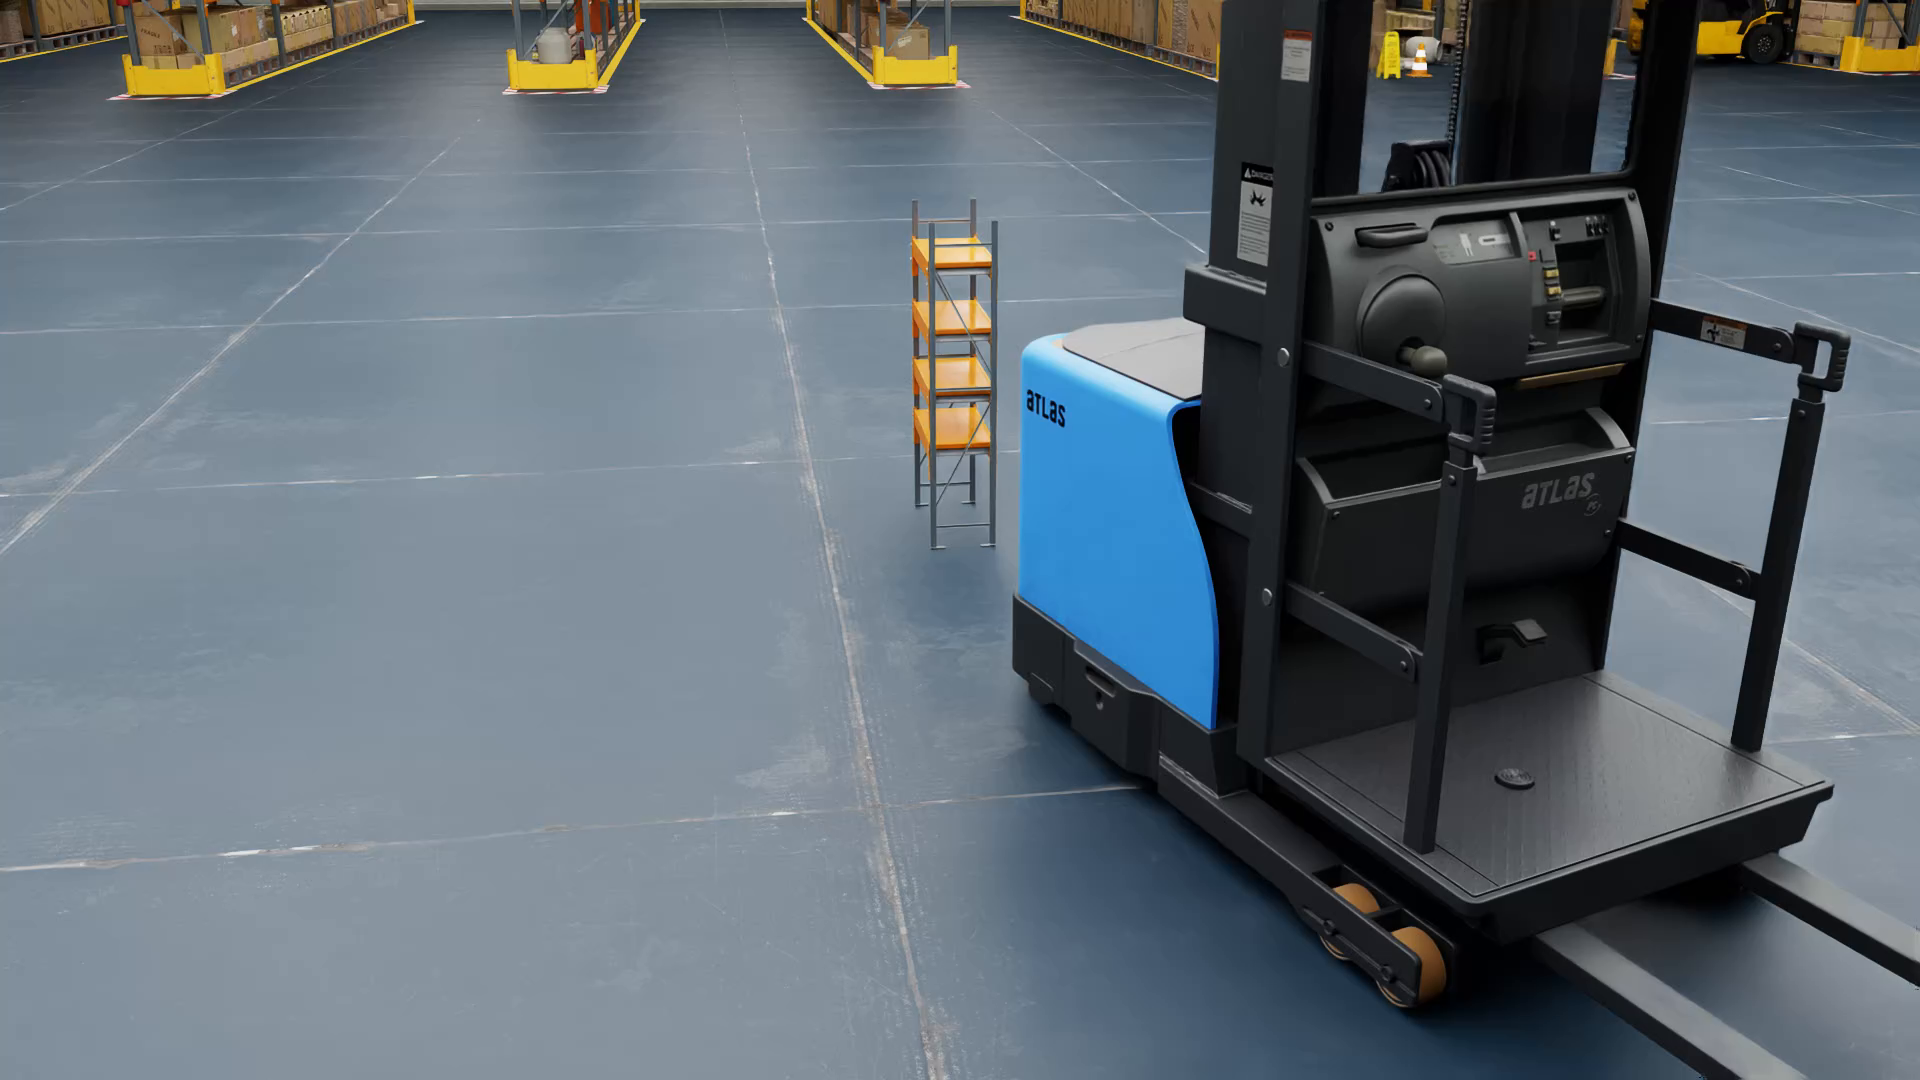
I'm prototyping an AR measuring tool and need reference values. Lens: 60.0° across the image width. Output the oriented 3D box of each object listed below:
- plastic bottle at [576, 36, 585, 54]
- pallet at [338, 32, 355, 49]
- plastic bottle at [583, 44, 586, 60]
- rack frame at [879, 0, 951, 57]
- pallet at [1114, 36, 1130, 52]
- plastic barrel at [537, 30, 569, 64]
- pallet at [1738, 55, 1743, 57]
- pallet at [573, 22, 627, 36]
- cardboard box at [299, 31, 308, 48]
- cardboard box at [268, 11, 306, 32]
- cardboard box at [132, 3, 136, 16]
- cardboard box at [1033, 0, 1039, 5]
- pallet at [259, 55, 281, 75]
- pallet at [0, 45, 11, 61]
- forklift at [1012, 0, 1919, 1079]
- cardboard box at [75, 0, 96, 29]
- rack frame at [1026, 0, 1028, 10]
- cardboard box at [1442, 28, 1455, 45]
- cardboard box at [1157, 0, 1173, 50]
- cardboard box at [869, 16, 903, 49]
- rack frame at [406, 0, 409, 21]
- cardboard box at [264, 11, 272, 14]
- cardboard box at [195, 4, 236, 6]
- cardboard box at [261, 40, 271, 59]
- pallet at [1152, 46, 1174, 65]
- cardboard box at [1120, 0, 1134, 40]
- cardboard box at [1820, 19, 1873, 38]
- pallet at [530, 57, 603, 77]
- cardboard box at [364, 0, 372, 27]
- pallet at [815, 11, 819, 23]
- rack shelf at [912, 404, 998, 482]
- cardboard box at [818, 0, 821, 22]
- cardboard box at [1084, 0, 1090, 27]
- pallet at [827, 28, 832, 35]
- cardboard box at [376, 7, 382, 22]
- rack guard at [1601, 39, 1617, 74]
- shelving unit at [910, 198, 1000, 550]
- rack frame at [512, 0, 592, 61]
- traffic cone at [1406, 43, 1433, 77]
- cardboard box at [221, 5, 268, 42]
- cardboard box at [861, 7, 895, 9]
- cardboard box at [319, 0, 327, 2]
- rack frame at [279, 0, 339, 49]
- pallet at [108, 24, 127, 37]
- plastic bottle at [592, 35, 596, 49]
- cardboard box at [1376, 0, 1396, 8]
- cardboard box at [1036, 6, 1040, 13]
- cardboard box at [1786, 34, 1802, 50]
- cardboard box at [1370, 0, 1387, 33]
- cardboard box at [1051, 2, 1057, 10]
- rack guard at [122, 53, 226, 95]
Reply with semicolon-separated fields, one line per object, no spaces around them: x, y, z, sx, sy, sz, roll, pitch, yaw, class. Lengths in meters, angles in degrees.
-5.840;-7.639;25.646;0.152;0.276;0.135;-3;21;-8;plastic bottle
-11.652;-9.090;30.253;1.003;0.211;1.213;-3;21;-8;pallet
-5.479;-7.186;24.441;0.097;0.271;0.097;0;20;0;plastic bottle
-0.625;-7.865;22.986;1.000;3.000;0.127;-3;21;-8;rack frame
3.356;-8.845;29.597;1.003;0.211;1.213;-3;21;-8;pallet
-5.697;-6.870;23.279;0.421;0.512;0.421;0;20;0;plastic barrel
13.589;-8.417;28.451;1.003;0.211;1.213;-3;21;-8;pallet
-7.186;-10.194;33.209;1.003;0.211;1.213;-3;21;-8;pallet
-10.968;-8.168;27.129;0.500;0.250;0.500;-4;21;-9;cardboard box
-10.961;-8.431;27.031;0.500;0.311;0.500;-4;21;-10;cardboard box
-17.135;-10.734;33.641;0.700;0.500;0.500;-3;21;-8;cardboard box
1.849;-12.154;37.519;0.380;0.149;0.250;-2;21;-6;cardboard box
-10.932;-7.168;25.105;1.003;0.211;1.213;-3;21;-8;pallet
-16.199;-7.887;27.031;1.003;0.211;1.213;-3;21;-8;pallet
1.275;-0.555;3.512;1.130;2.935;3.031;-10;23;-25;forklift
-16.706;-9.934;30.998;0.750;0.750;0.750;-2;21;-6;cardboard box
1.991;-13.620;38.395;1.000;3.000;0.127;-3;21;-8;rack frame
8.423;-8.440;27.857;0.500;0.250;0.500;-4;21;-10;cardboard box
3.743;-8.445;26.976;0.875;0.875;0.875;-3;21;-7;cardboard box
-1.184;-8.135;26.682;0.500;0.500;0.500;-4;21;-9;cardboard box
-12.735;-12.906;36.484;1.000;3.000;0.127;-3;21;-8;rack frame
-11.567;-8.575;27.417;0.500;0.311;0.500;-3;21;-8;cardboard box
-11.248;-7.835;25.164;0.500;0.500;0.500;-3;21;-8;cardboard box
-10.660;-7.337;24.903;0.500;0.250;0.500;-3;21;-8;cardboard box
3.753;-7.891;27.043;1.003;0.211;1.213;-3;21;-8;pallet
3.407;-9.152;29.049;1.050;0.750;0.750;-3;21;-8;cardboard box
13.713;-7.912;25.728;0.500;0.250;0.500;-3;21;-8;cardboard box
-5.868;-7.036;24.752;1.003;0.211;1.213;-3;21;-8;pallet
-11.741;-10.228;32.258;0.500;0.500;0.500;-3;21;-8;cardboard box
-2.739;-11.825;37.576;1.003;0.211;1.213;-3;21;-8;pallet
-0.024;-0.370;6.253;0.258;0.148;0.480;-3;21;-8;rack shelf
-2.243;-11.000;33.818;1.225;0.875;0.875;-3;21;-8;cardboard box
2.720;-10.270;32.399;0.500;0.500;0.500;-2;21;-6;cardboard box
-2.169;-10.450;33.893;1.003;0.211;1.213;-3;21;-8;pallet
-12.005;-10.624;33.588;0.500;0.311;0.500;-3;21;-8;cardboard box
9.171;-7.220;24.832;1.175;0.500;0.348;-3;21;-8;rack guard
-0.024;-0.619;6.160;0.258;1.200;0.503;-3;21;-8;shelving unit
-5.526;-7.615;22.318;1.000;3.000;0.127;-3;21;-8;rack frame
6.794;-7.086;24.528;0.336;0.463;0.334;-3;21;-8;traffic cone
-10.661;-7.688;24.771;0.500;0.500;0.500;-3;21;-8;cardboard box
-1.481;-9.051;29.107;0.700;0.500;0.500;-1;21;-3;cardboard box
-12.113;-10.208;31.132;0.500;0.250;0.500;-3;21;-9;cardboard box
-11.582;-10.136;29.068;1.000;3.000;0.127;-3;21;-8;rack frame
-17.092;-10.231;33.307;1.003;0.211;1.213;-3;21;-8;pallet
-5.632;-7.604;25.542;0.061;0.283;0.133;-2;21;-4;plastic bottle
8.011;-10.579;32.690;0.875;0.875;0.875;-3;21;-8;cardboard box
1.921;-11.843;37.112;0.380;0.149;0.250;-4;21;-10;cardboard box
13.587;-8.018;26.726;0.500;0.250;0.500;-3;21;-7;cardboard box
6.848;-8.833;28.069;0.500;0.500;0.500;-3;21;-8;cardboard box
2.157;-11.421;35.558;0.380;0.149;0.250;-4;21;-10;cardboard box
-10.425;-6.187;22.067;1.175;0.500;0.348;-3;21;-8;rack guard
